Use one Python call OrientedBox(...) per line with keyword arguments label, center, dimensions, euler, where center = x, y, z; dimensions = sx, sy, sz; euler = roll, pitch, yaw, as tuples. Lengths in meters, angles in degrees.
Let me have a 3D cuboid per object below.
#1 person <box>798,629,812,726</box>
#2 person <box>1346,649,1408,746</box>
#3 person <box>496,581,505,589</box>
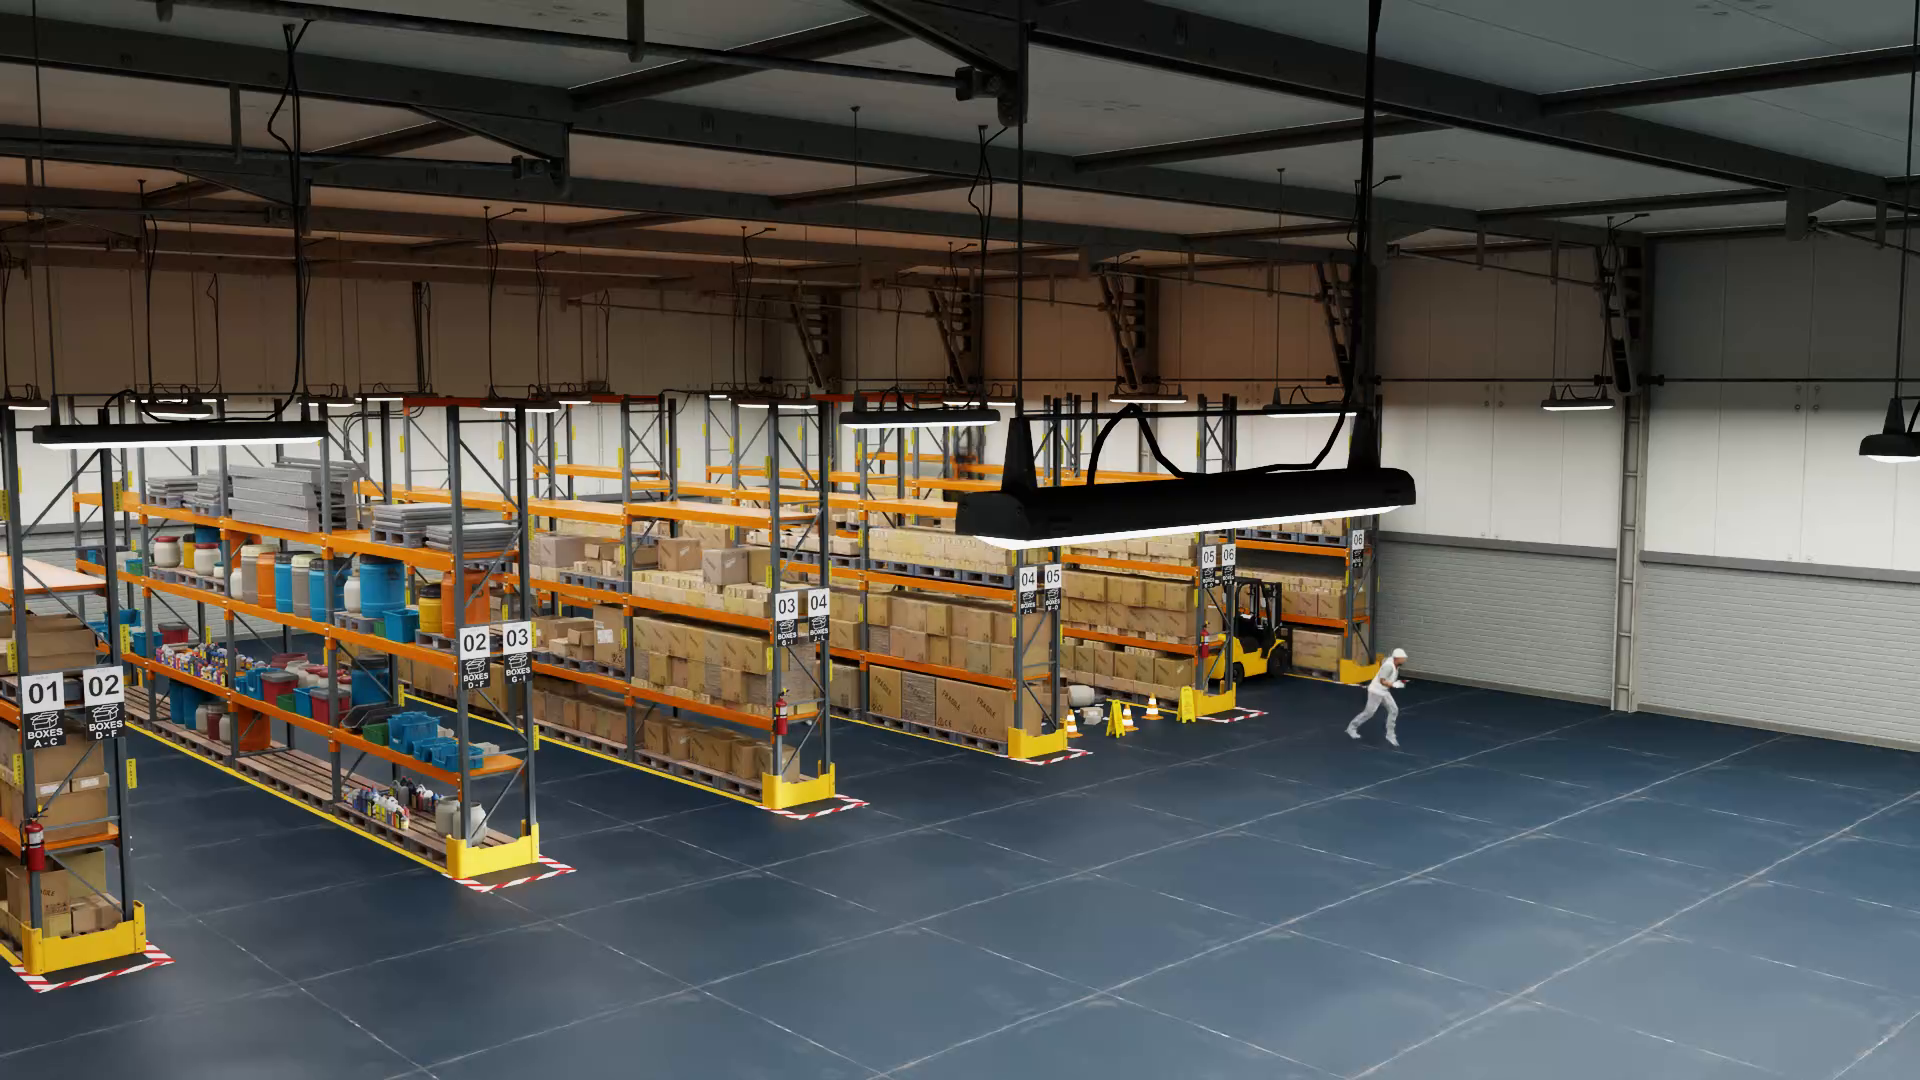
OrientedBox(label="person", center=(-3.088, 2.509, 30.740), dimensions=(1.117, 1.779, 0.694), euler=(5, 7, 42))
OrientedBox(label="person", center=(7.255, 2.722, 28.940), dimensions=(1.035, 1.731, 0.728), euler=(2, 6, 24))
OrientedBox(label="person", center=(-10.732, 1.730, 38.731), dimensions=(0.745, 1.726, 0.717), euler=(-3, 6, -28))
